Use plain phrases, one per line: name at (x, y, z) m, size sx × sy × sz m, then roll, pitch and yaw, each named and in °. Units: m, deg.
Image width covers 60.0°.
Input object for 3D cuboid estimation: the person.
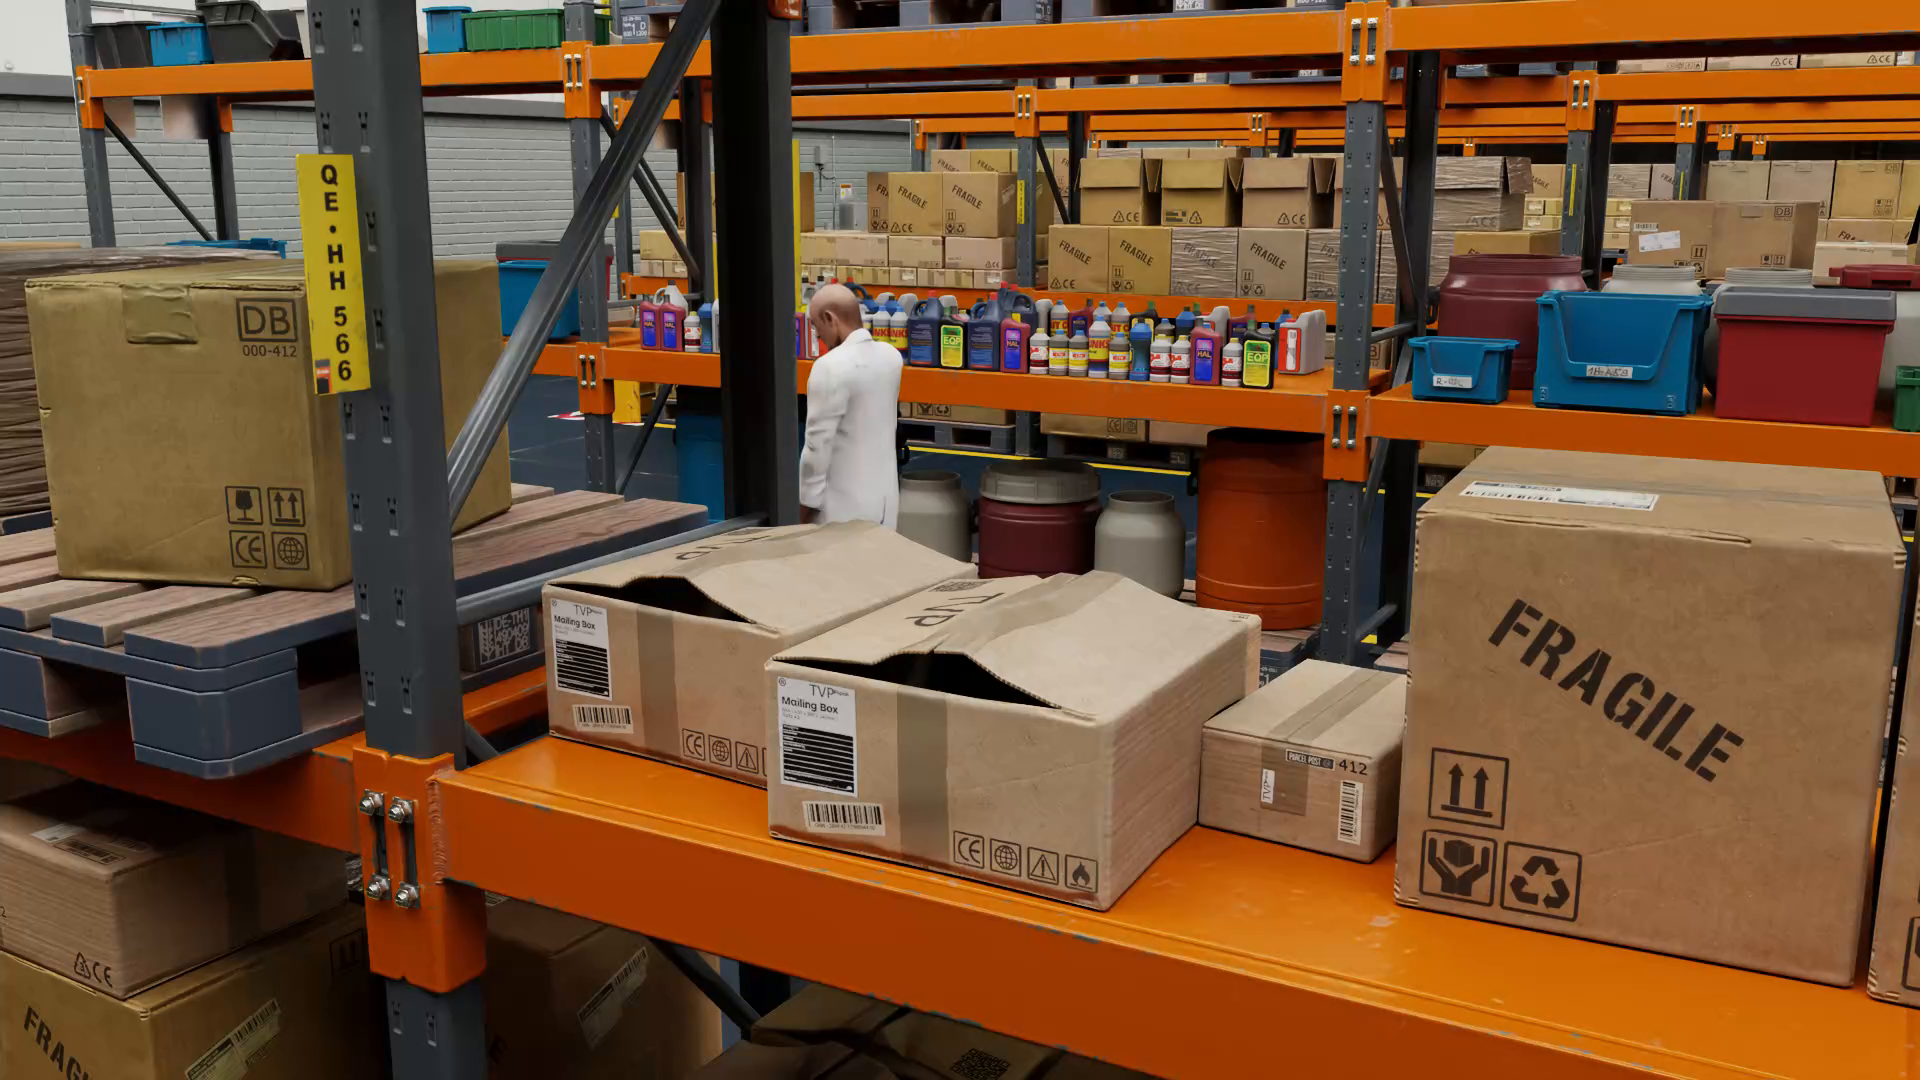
person at (-0.469, -0.153, 6.774) m, size 0.378 × 1.757 × 0.572 m, roll 7°, pitch 14°, yaw 29°
